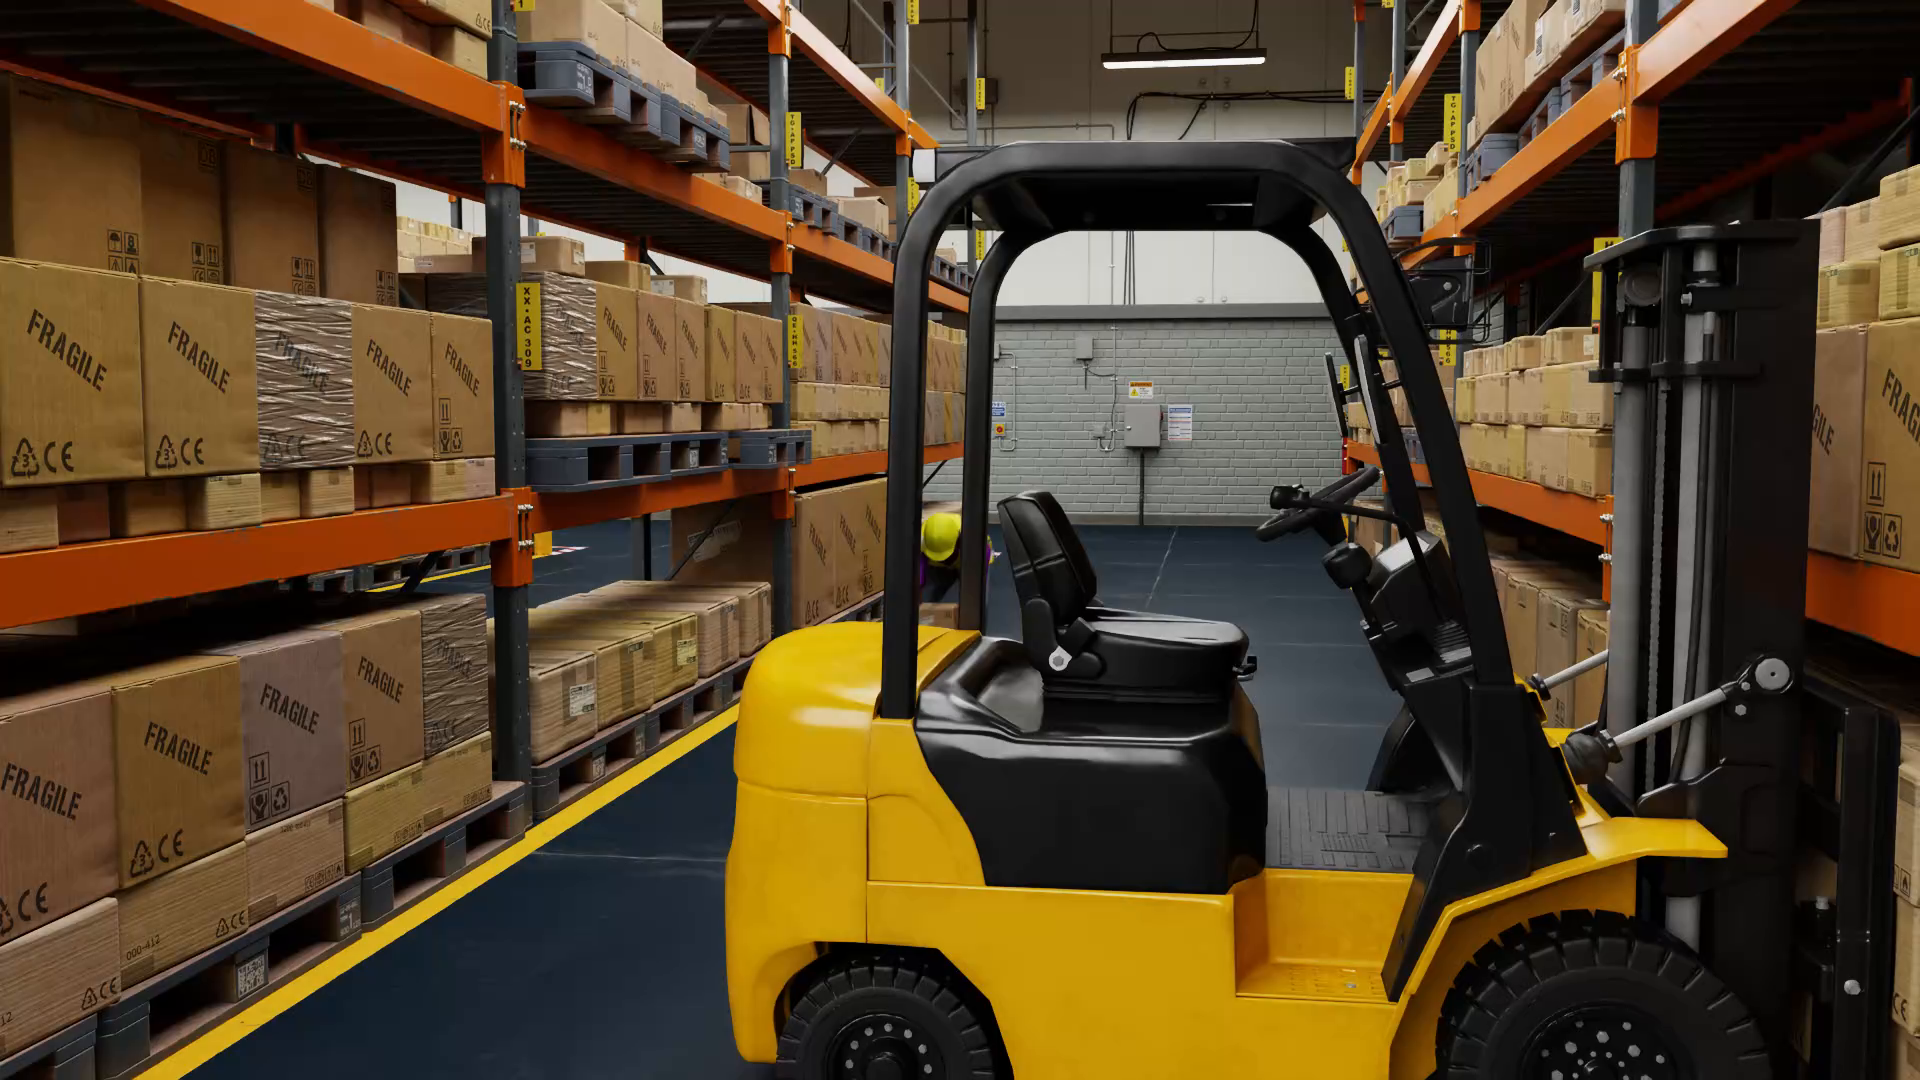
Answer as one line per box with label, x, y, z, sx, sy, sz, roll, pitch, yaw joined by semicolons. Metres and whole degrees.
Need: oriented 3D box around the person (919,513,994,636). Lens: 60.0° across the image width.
person;-0.051;0.321;10.174;0.524;1.022;0.962;1;5;12
